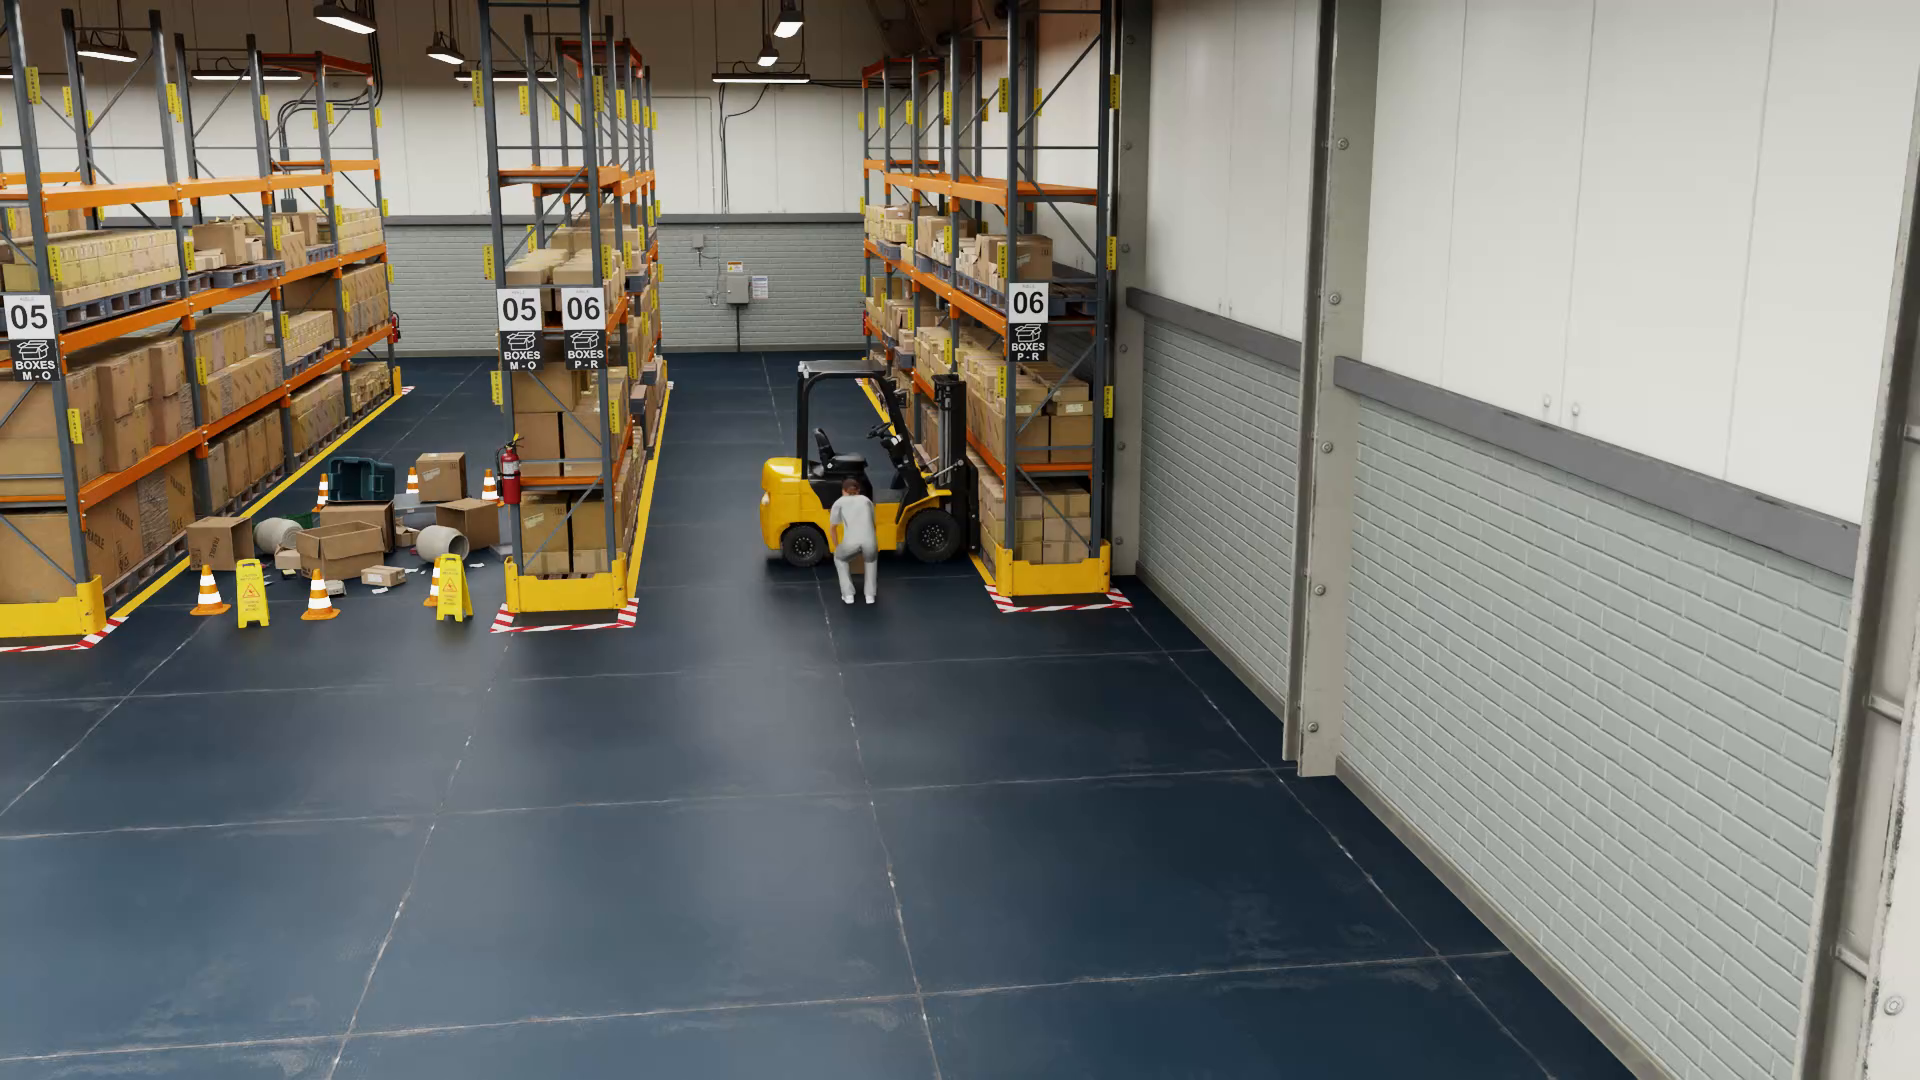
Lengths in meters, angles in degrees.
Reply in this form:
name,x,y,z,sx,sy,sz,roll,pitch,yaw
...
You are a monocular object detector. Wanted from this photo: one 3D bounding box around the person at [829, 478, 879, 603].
name,x,y,z,sx,sy,sz,roll,pitch,yaw
person,-1.076,0.017,16.918,0.496,1.221,0.716,-2,13,-8
